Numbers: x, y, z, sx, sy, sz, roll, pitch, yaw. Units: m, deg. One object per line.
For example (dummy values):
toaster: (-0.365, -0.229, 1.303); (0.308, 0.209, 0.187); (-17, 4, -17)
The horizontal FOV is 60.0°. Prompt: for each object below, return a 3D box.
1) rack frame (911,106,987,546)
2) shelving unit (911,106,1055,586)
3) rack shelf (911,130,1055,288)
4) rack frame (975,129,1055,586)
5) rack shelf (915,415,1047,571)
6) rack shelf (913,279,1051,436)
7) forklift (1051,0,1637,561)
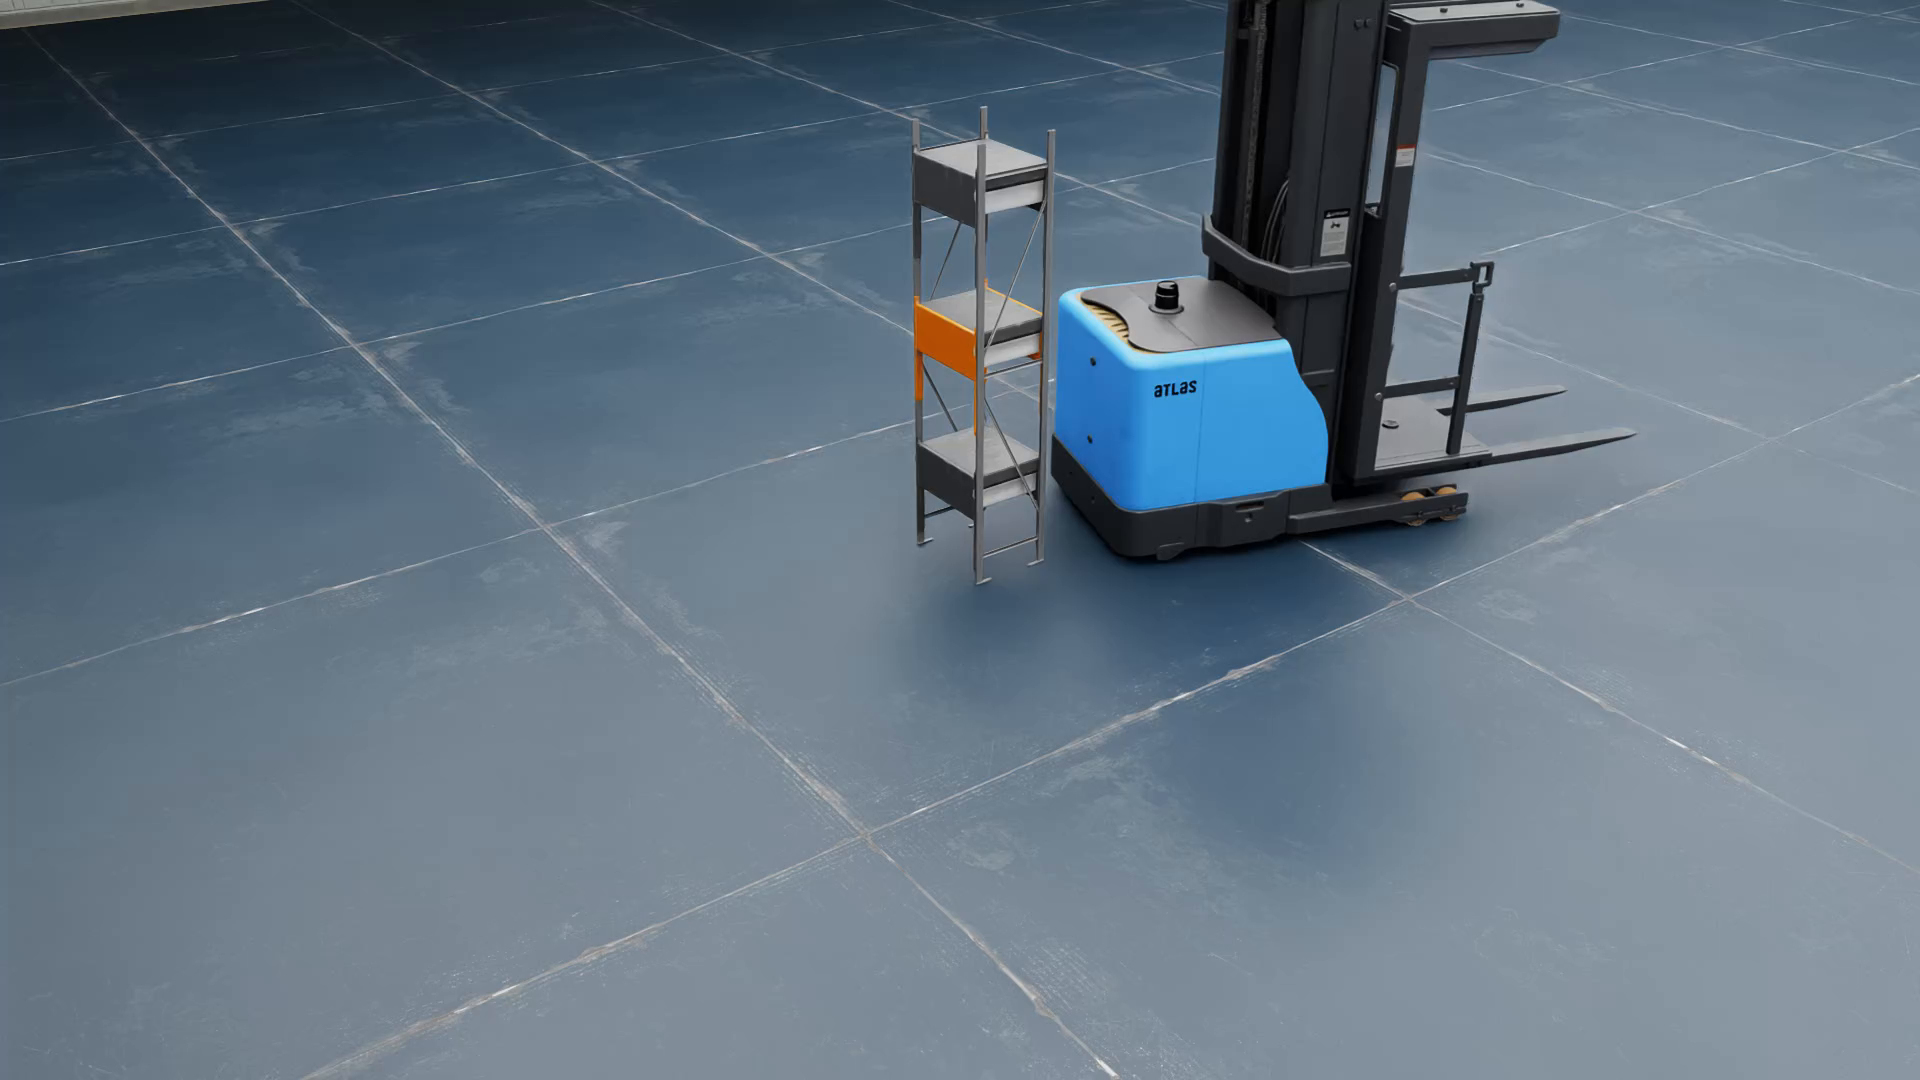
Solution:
rack frame: (-0.046, -0.953, 7.805); (0.400, 2.100, 0.015); (-19, 34, -31)
shelving unit: (0.096, -0.858, 7.630); (0.431, 2.100, 0.503); (-19, 34, -31)
rack shelf: (0.096, -1.461, 7.303); (0.431, 0.518, 0.480); (-19, 34, -31)
rack frame: (0.238, -0.763, 7.456); (0.400, 2.100, 0.015); (-19, 34, -31)
rack shelf: (0.096, -0.231, 7.971); (0.431, 0.518, 0.480); (-19, 34, -31)
rack shelf: (0.096, -0.846, 7.637); (0.431, 0.518, 0.480); (-19, 34, -31)
forklift: (2.052, -1.589, 8.105); (3.031, 2.935, 1.130); (-9, 30, -16)
